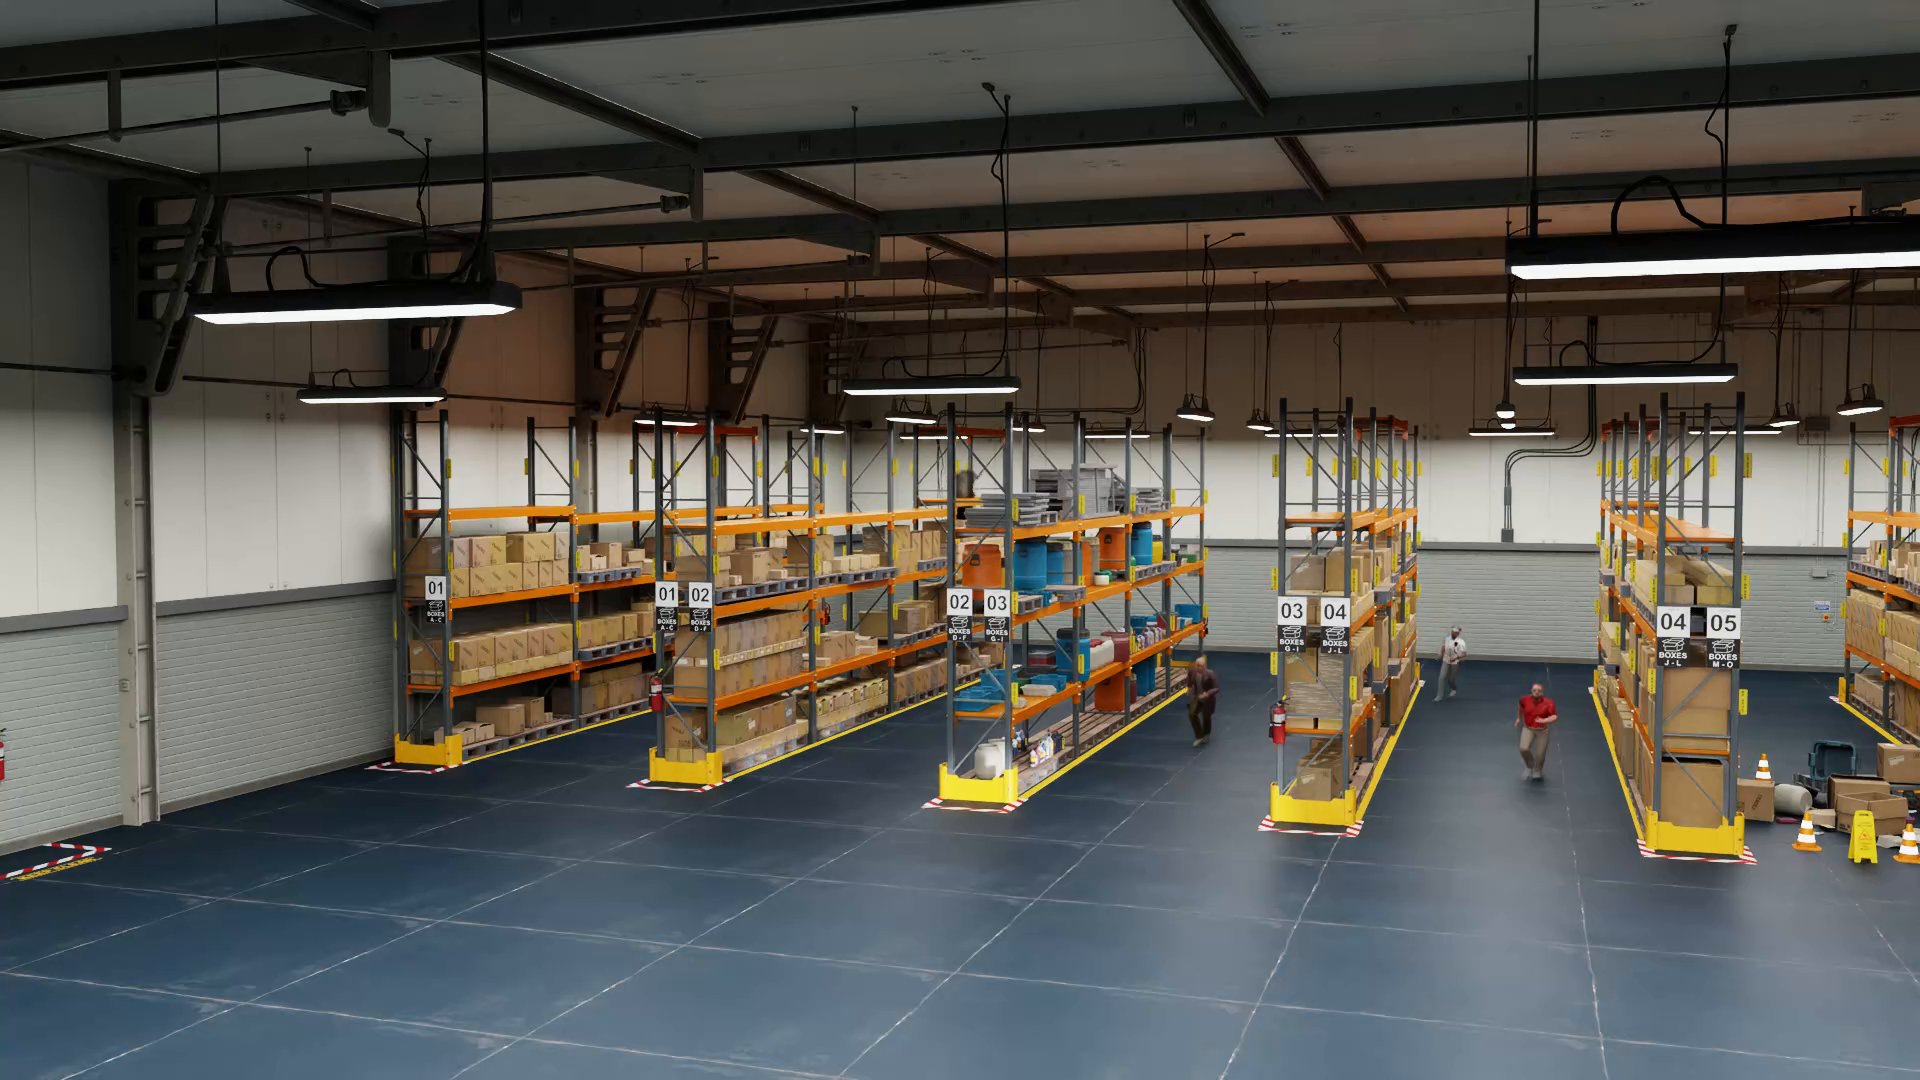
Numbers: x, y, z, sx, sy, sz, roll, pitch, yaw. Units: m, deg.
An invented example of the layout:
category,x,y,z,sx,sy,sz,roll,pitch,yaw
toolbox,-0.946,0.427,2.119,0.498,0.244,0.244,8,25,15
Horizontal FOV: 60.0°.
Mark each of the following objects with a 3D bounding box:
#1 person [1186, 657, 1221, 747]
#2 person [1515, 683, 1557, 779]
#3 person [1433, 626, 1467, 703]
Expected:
category,x,y,z,sx,sy,sz,roll,pitch,yaw
person,4.413,2.946,30.061,0.728,1.497,1.155,1,3,24
person,9.191,3.049,26.544,0.667,1.594,0.970,1,3,23
person,10.583,2.648,35.698,0.620,1.655,0.843,2,3,38
